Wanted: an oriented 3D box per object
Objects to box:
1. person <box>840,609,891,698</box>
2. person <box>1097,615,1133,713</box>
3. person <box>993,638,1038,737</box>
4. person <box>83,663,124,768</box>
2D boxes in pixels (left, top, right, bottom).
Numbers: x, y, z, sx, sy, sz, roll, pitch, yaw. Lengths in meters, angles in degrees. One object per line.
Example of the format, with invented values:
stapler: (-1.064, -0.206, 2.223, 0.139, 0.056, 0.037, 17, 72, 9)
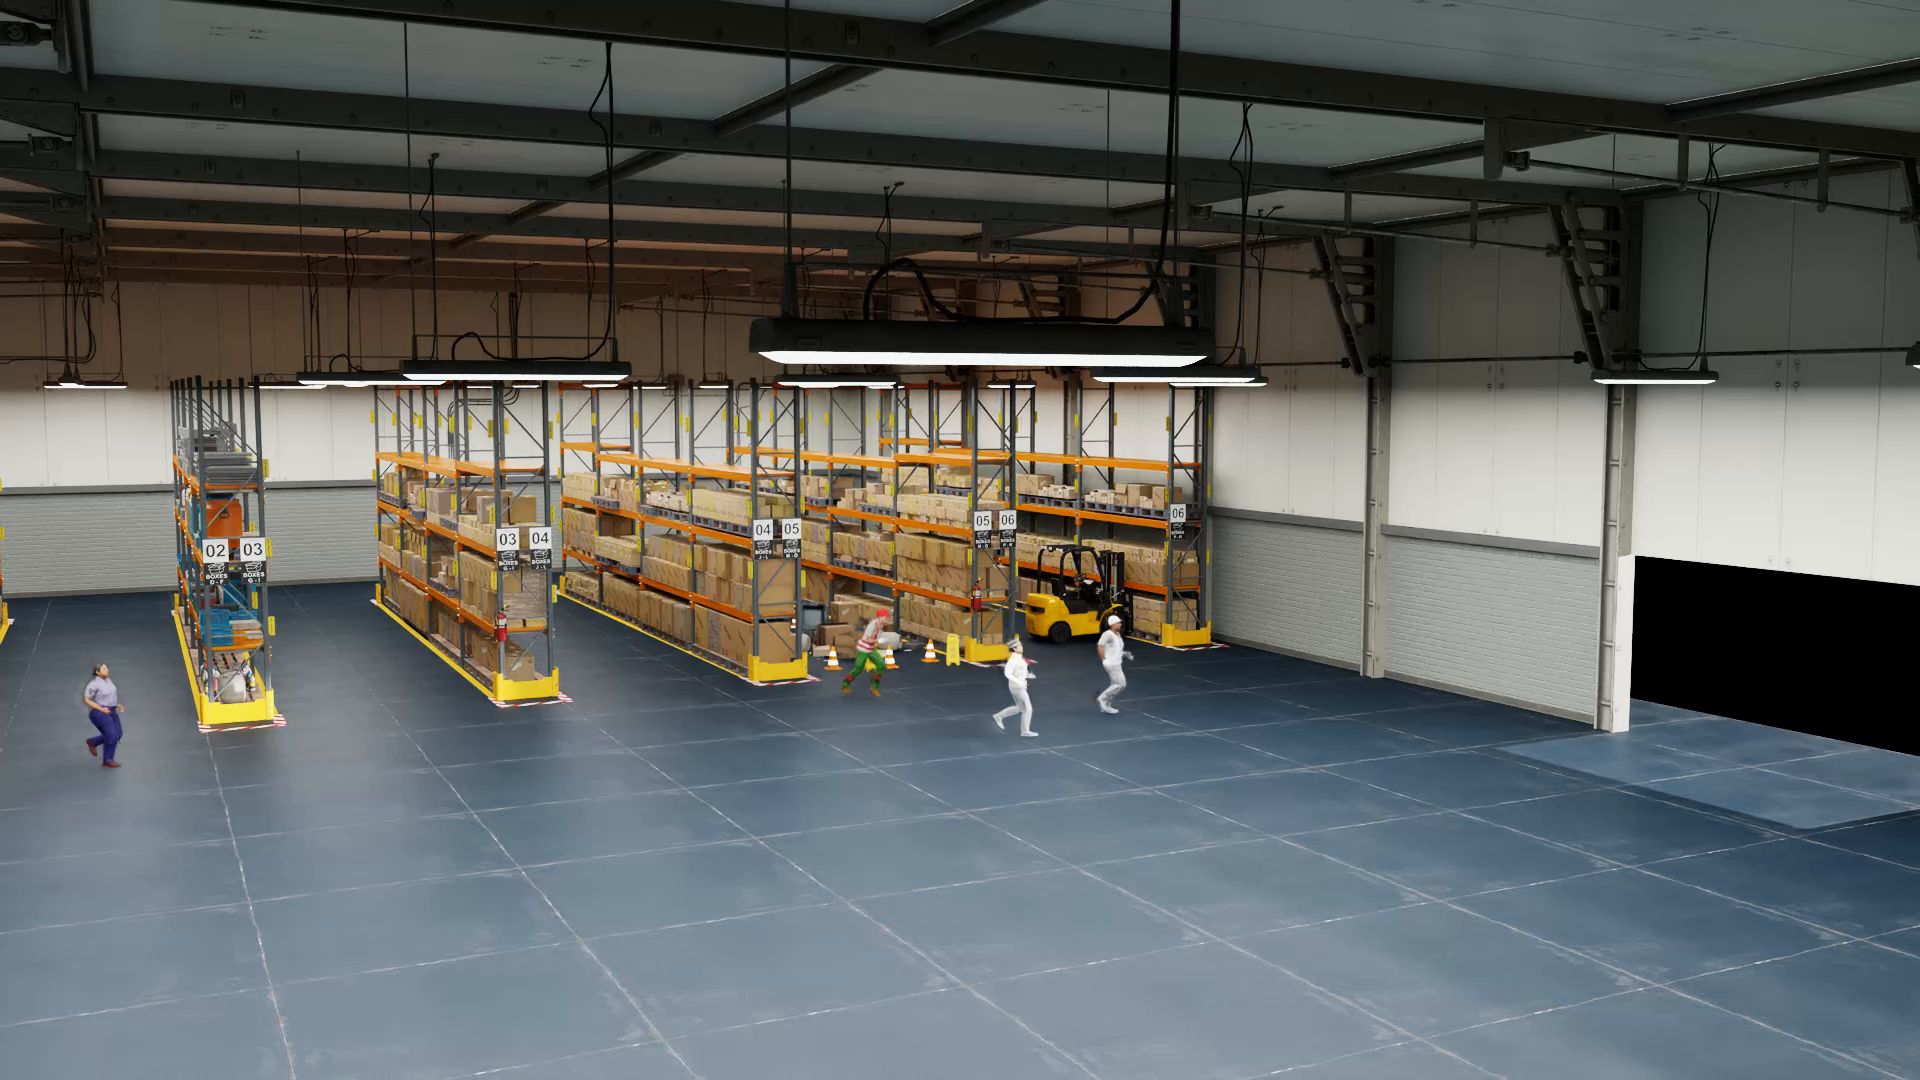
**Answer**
person: (-1.768, 2.132, 31.237, 1.011, 1.717, 0.705, 2, 5, 17)
person: (2.784, 2.215, 29.634, 0.548, 1.744, 0.690, 2, 5, 18)
person: (0.926, 2.438, 27.610, 0.748, 1.660, 0.625, 1, 5, 8)
person: (-13.119, 2.684, 25.421, 0.562, 1.601, 0.607, 0, 5, 3)
